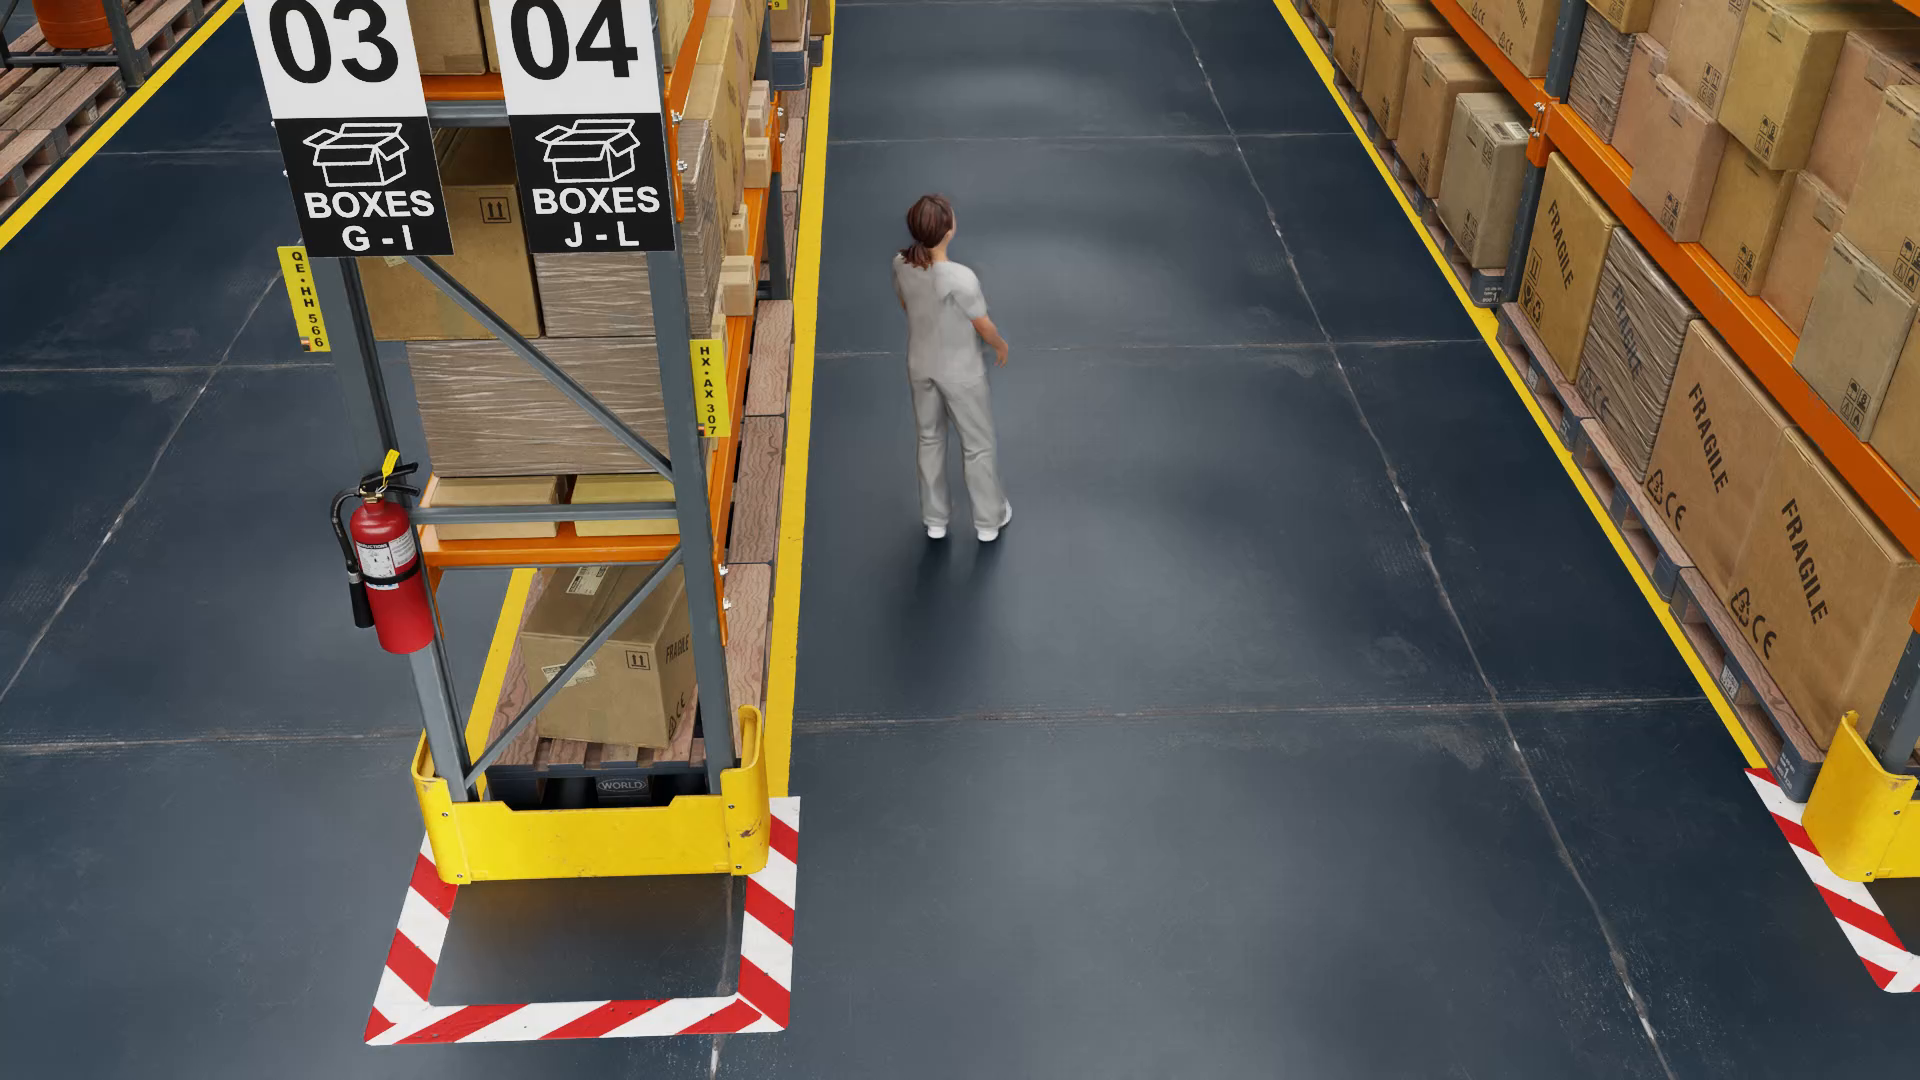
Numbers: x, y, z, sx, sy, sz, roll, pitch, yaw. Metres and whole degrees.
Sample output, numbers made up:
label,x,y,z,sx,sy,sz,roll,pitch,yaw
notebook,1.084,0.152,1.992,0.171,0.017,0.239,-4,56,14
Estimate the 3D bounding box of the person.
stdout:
label,x,y,z,sx,sy,sz,roll,pitch,yaw
person,-0.032,-0.746,7.191,0.487,1.673,0.530,22,41,28
